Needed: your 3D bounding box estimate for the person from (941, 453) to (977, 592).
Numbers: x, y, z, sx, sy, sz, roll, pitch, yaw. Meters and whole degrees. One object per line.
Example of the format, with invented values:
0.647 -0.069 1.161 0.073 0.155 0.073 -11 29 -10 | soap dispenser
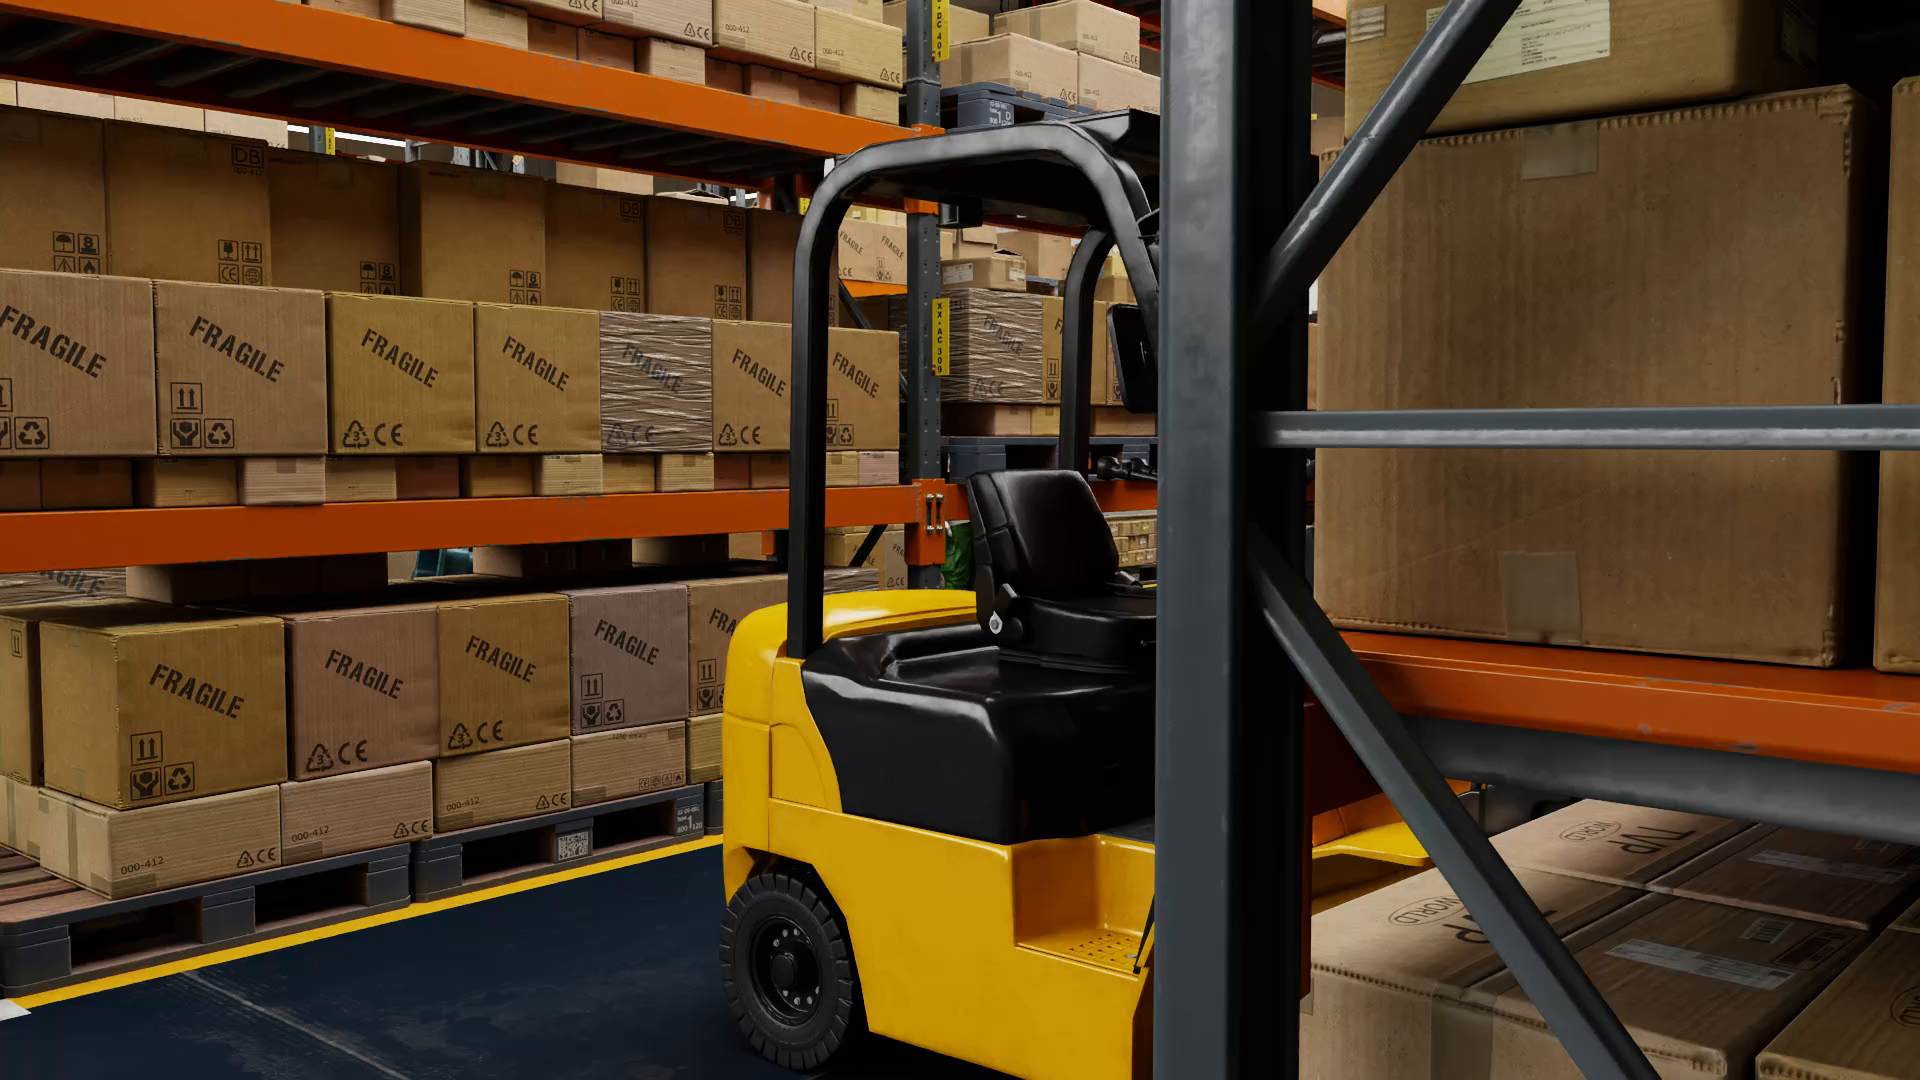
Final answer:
0.076 -0.081 11.129 0.564 1.788 0.637 3 5 41 | person
